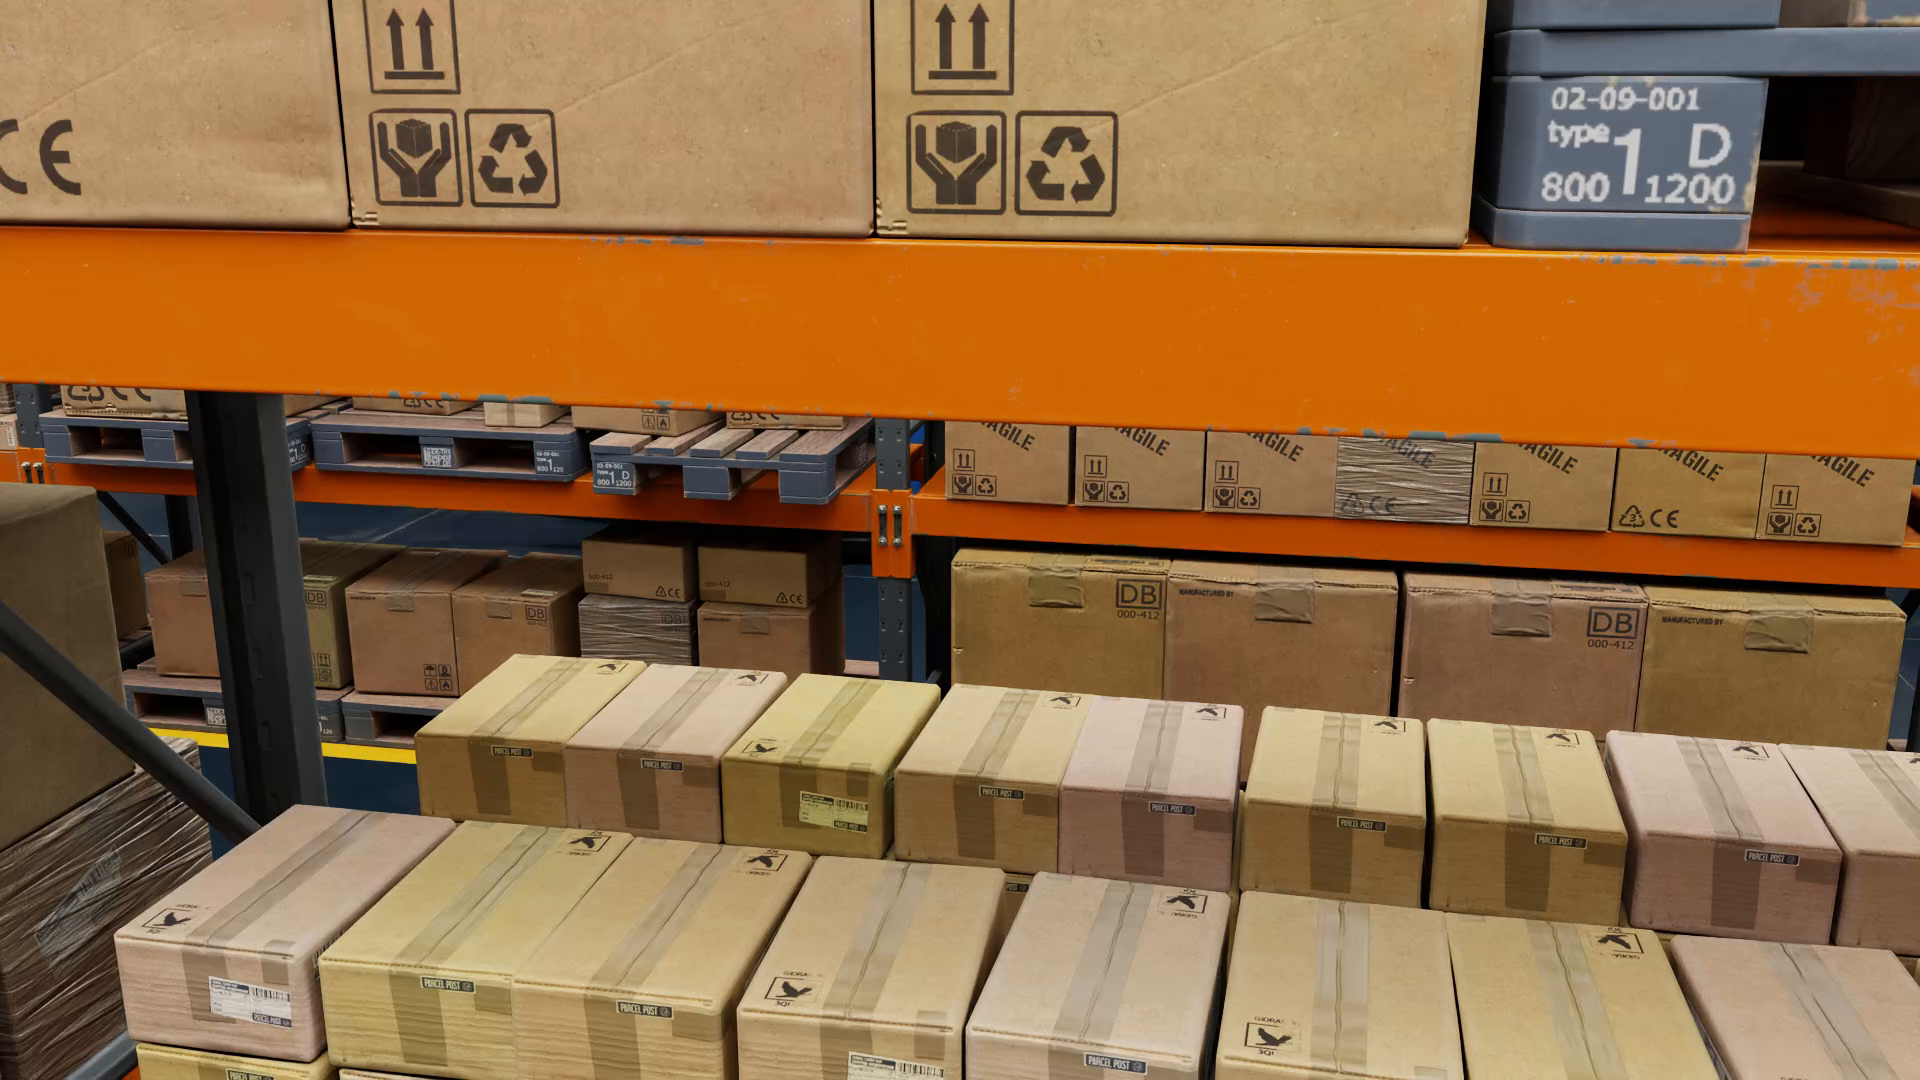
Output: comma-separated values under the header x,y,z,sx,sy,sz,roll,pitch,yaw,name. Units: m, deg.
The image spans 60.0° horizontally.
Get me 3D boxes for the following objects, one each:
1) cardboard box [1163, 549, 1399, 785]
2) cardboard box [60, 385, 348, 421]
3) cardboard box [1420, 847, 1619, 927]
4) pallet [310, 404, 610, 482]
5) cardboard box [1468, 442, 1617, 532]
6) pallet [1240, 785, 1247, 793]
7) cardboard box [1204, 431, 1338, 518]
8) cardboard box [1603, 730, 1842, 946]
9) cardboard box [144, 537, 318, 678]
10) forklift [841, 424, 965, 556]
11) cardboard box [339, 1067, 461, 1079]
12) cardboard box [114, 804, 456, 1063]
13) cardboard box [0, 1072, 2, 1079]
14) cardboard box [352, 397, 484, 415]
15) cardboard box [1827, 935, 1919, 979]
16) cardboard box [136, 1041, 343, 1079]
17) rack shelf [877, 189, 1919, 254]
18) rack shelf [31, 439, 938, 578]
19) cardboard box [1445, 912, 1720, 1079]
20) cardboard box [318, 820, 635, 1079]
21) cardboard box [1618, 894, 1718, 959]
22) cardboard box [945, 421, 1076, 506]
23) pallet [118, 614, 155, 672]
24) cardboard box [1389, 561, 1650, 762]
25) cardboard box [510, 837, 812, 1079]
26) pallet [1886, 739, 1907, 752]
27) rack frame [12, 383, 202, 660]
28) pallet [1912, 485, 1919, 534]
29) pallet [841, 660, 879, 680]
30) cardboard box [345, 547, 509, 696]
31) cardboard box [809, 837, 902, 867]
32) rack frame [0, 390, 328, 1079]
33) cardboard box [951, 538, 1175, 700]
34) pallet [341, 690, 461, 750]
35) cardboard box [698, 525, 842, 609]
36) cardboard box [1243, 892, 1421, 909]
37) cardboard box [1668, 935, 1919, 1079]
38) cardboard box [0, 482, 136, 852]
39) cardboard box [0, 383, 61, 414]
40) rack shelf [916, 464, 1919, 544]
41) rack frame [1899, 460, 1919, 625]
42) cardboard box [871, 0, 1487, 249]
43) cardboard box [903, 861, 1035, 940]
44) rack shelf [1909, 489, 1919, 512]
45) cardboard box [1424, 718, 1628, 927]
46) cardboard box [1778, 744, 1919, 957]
x,y,z,sx,sy,sz,roll,pitch,yaw,name
1.361,0.409,7.089,0.875,0.875,1.225,3,16,11,cardboard box
-3.352,-1.129,7.539,1.000,1.000,1.000,3,16,11,cardboard box
0.822,0.552,2.505,0.250,0.149,0.380,3,16,10,cardboard box
-2.131,-0.506,7.559,1.213,0.211,1.003,3,16,11,pallet
2.227,-0.347,6.438,0.500,0.500,0.500,3,16,10,cardboard box
1.766,0.967,7.105,1.213,0.211,1.003,3,16,11,pallet
1.248,-0.402,6.637,0.500,0.500,0.500,3,16,10,cardboard box
1.088,0.423,2.415,0.250,0.149,0.380,4,16,13,cardboard box
-3.505,0.314,8.097,0.500,0.500,0.700,2,16,7,cardboard box
-18.278,-4.182,20.765,38.947,2.843,19.219,1,16,5,forklift
-0.571,0.656,2.133,0.250,0.149,0.380,4,16,14,cardboard box
-0.852,0.496,2.153,0.250,0.149,0.380,3,16,11,cardboard box
-1.961,0.702,2.650,1.009,0.500,1.038,3,16,11,cardboard box
-2.386,-0.901,7.645,0.637,0.503,0.797,5,16,17,cardboard box
1.328,0.581,2.403,0.250,0.149,0.380,4,16,13,cardboard box
-0.837,0.642,2.183,0.250,0.149,0.380,4,16,14,cardboard box
0.689,-0.298,1.813,3.809,0.124,0.919,3,16,11,rack shelf
-2.143,-0.264,7.672,4.000,0.370,1.077,3,16,11,rack shelf
0.676,0.579,1.851,0.270,0.149,0.393,4,16,13,cardboard box
-0.592,0.509,2.105,0.250,0.149,0.380,3,16,10,cardboard box
1.068,0.567,2.454,0.250,0.149,0.380,3,16,10,cardboard box
0.239,-0.455,6.828,0.500,0.500,0.500,4,16,13,cardboard box
-4.768,0.601,8.428,1.213,0.211,1.003,3,16,11,pallet
2.230,0.454,6.926,0.875,0.875,1.225,3,16,9,cardboard box
-0.353,0.523,2.053,0.250,0.149,0.380,3,16,11,cardboard box
4.466,1.114,6.576,1.213,0.211,1.003,3,16,11,pallet
-4.103,-0.717,7.960,0.127,3.000,1.000,3,16,11,rack frame
6.651,-0.150,11.137,1.213,0.211,1.003,3,16,11,pallet
-0.949,0.798,7.716,1.213,0.211,1.003,3,16,11,pallet
-2.493,0.374,7.881,0.500,0.500,0.700,2,16,6,cardboard box
-0.175,0.498,2.703,0.250,0.149,0.380,3,16,12,cardboard box
-1.270,0.788,2.527,0.127,3.000,1.000,3,16,11,rack frame
0.489,0.360,7.268,0.875,0.875,1.225,2,16,8,cardboard box
-2.140,0.732,7.952,1.213,0.211,1.003,3,16,11,pallet
-0.846,0.100,7.467,0.500,0.250,0.500,4,16,13,cardboard box
0.569,0.539,2.555,0.250,0.149,0.380,4,16,12,cardboard box
0.940,0.593,1.801,0.250,0.149,0.380,2,16,9,cardboard box
-1.708,0.232,2.476,0.500,0.500,0.700,3,16,11,cardboard box
-4.531,-0.948,8.052,0.500,0.500,0.875,3,16,11,cardboard box
1.777,-0.145,6.878,3.809,0.124,0.919,3,16,11,rack shelf
3.736,-0.290,6.421,0.053,2.616,0.949,3,16,11,rack frame
0.219,-0.556,1.572,0.500,0.500,0.500,3,16,11,cardboard box
0.070,0.511,2.654,0.250,0.149,0.380,3,16,11,cardboard box
5.697,0.033,6.100,3.809,0.052,0.919,3,16,11,rack shelf
0.823,0.410,2.463,0.250,0.149,0.380,4,16,13,cardboard box
1.335,0.437,2.366,0.250,0.149,0.380,3,16,11,cardboard box
